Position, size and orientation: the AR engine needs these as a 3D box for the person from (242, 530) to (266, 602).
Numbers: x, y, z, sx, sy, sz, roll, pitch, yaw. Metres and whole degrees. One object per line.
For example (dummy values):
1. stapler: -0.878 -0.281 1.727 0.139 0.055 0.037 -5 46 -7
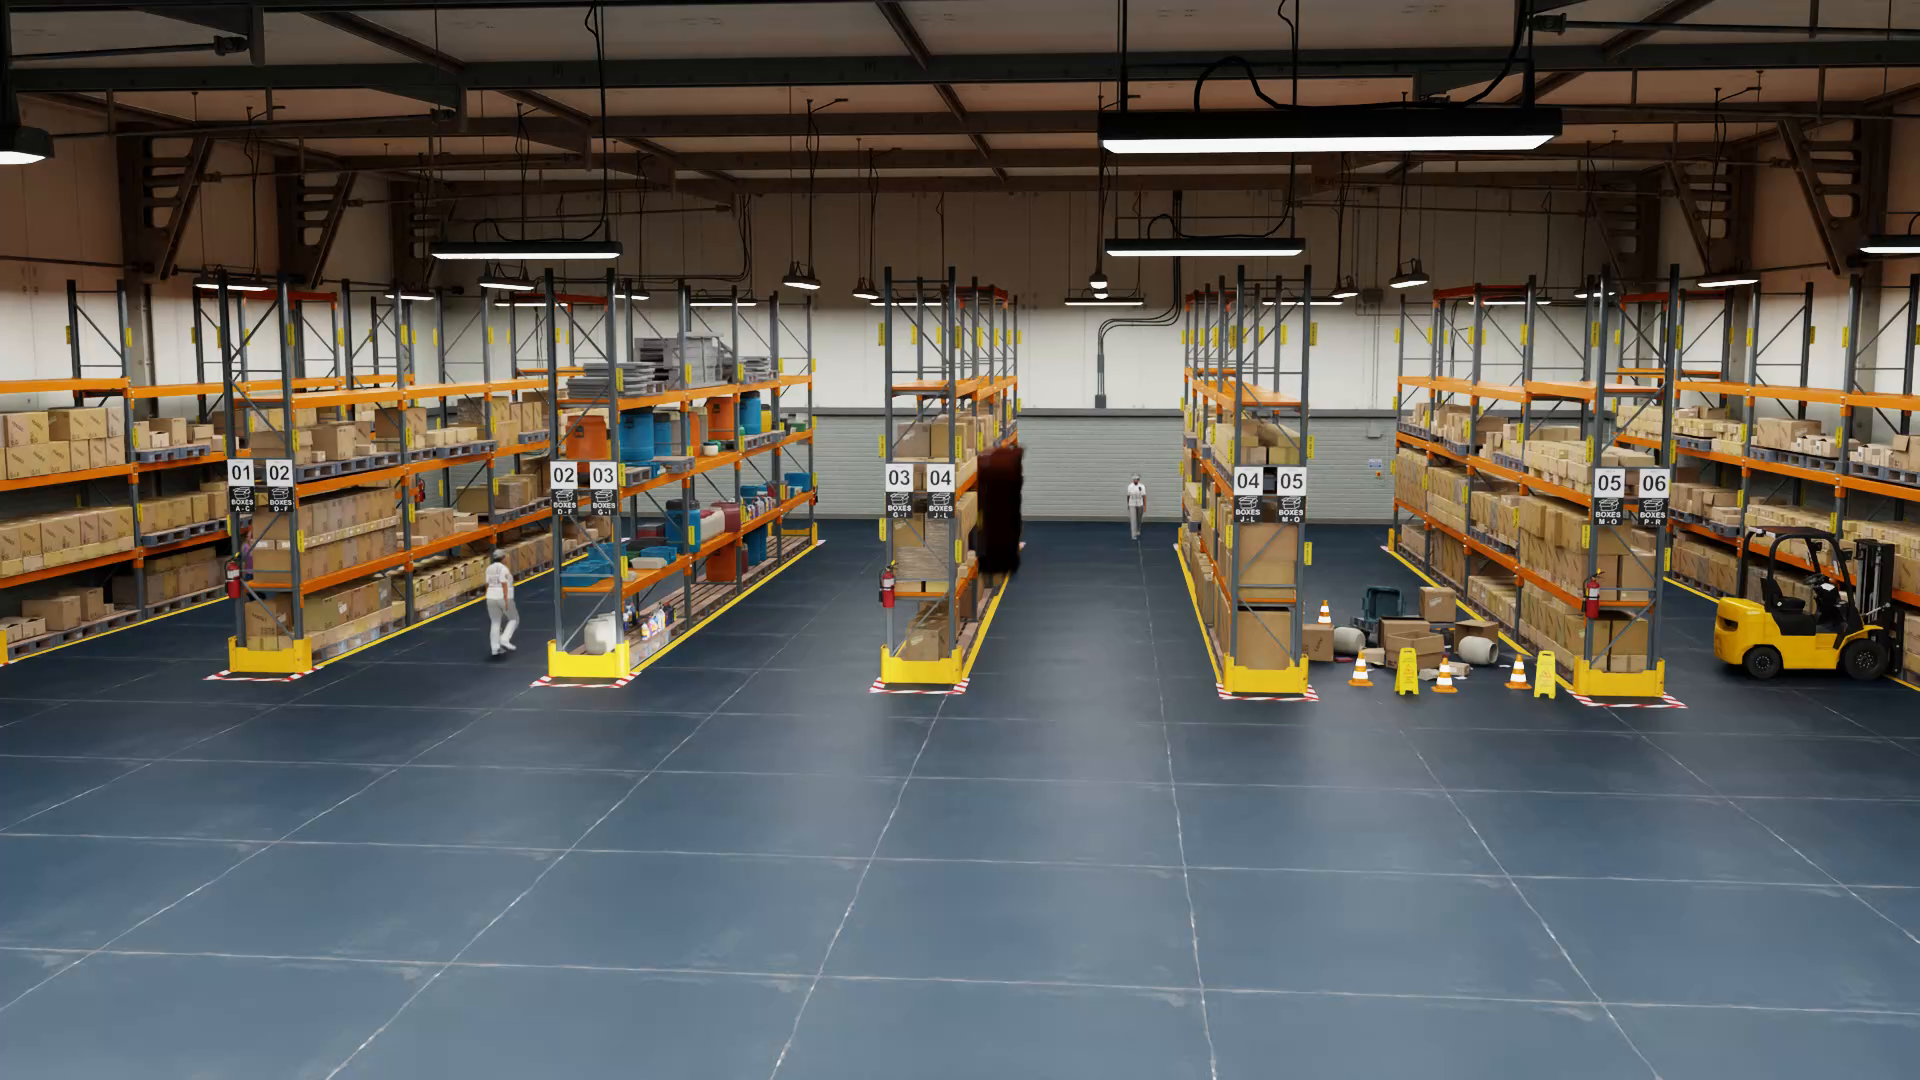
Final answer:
1. person: -12.711 0.592 30.034 0.501 1.582 0.474 0 7 0

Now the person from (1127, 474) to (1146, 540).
1. person: 4.405 -0.856 41.467 0.472 1.621 1.021 0 7 3

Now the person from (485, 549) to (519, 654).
1. person: -7.301 0.976 26.427 0.547 1.648 0.514 2 7 14
